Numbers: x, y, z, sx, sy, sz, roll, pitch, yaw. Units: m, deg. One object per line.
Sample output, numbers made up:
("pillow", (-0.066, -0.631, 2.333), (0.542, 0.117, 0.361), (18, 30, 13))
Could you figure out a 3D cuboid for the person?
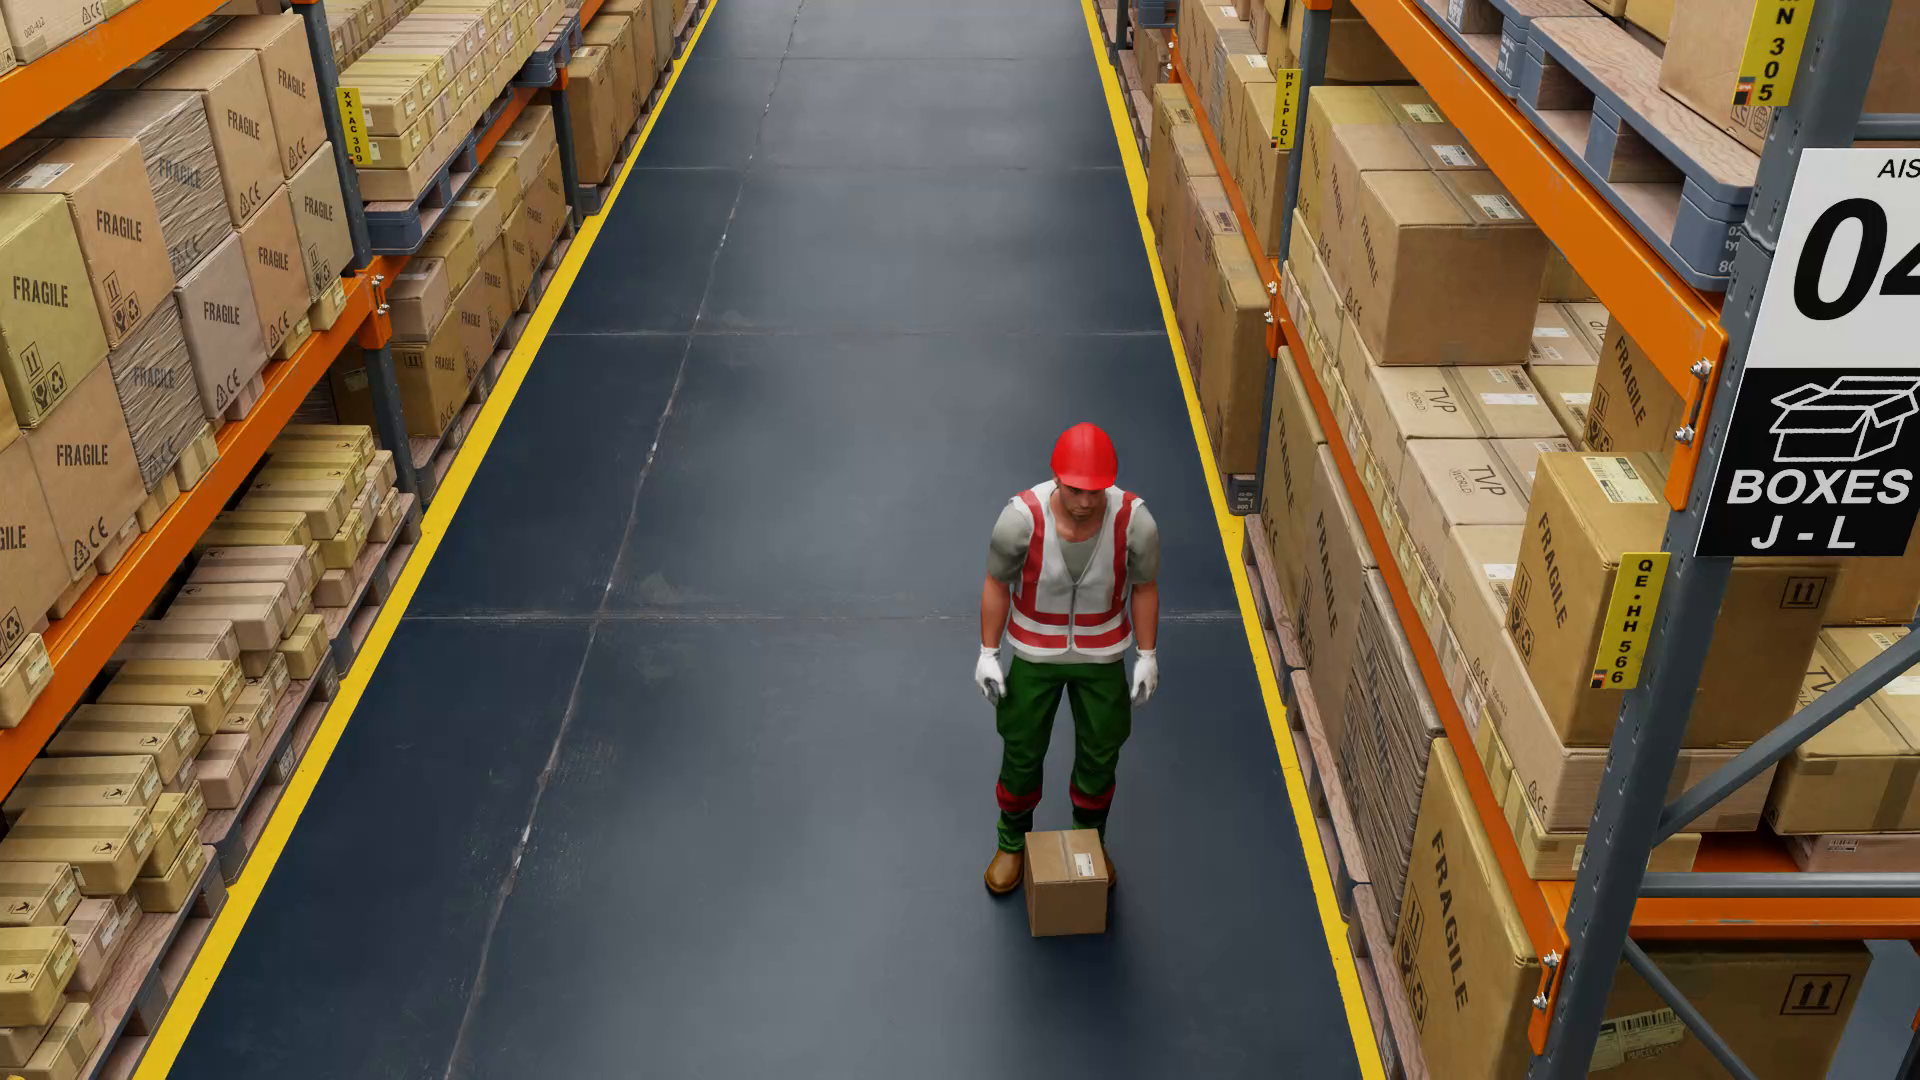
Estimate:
("person", (3.607, -2.473, 10.194), (7.105, 1.779, 11.511), (0, 31, 0))
